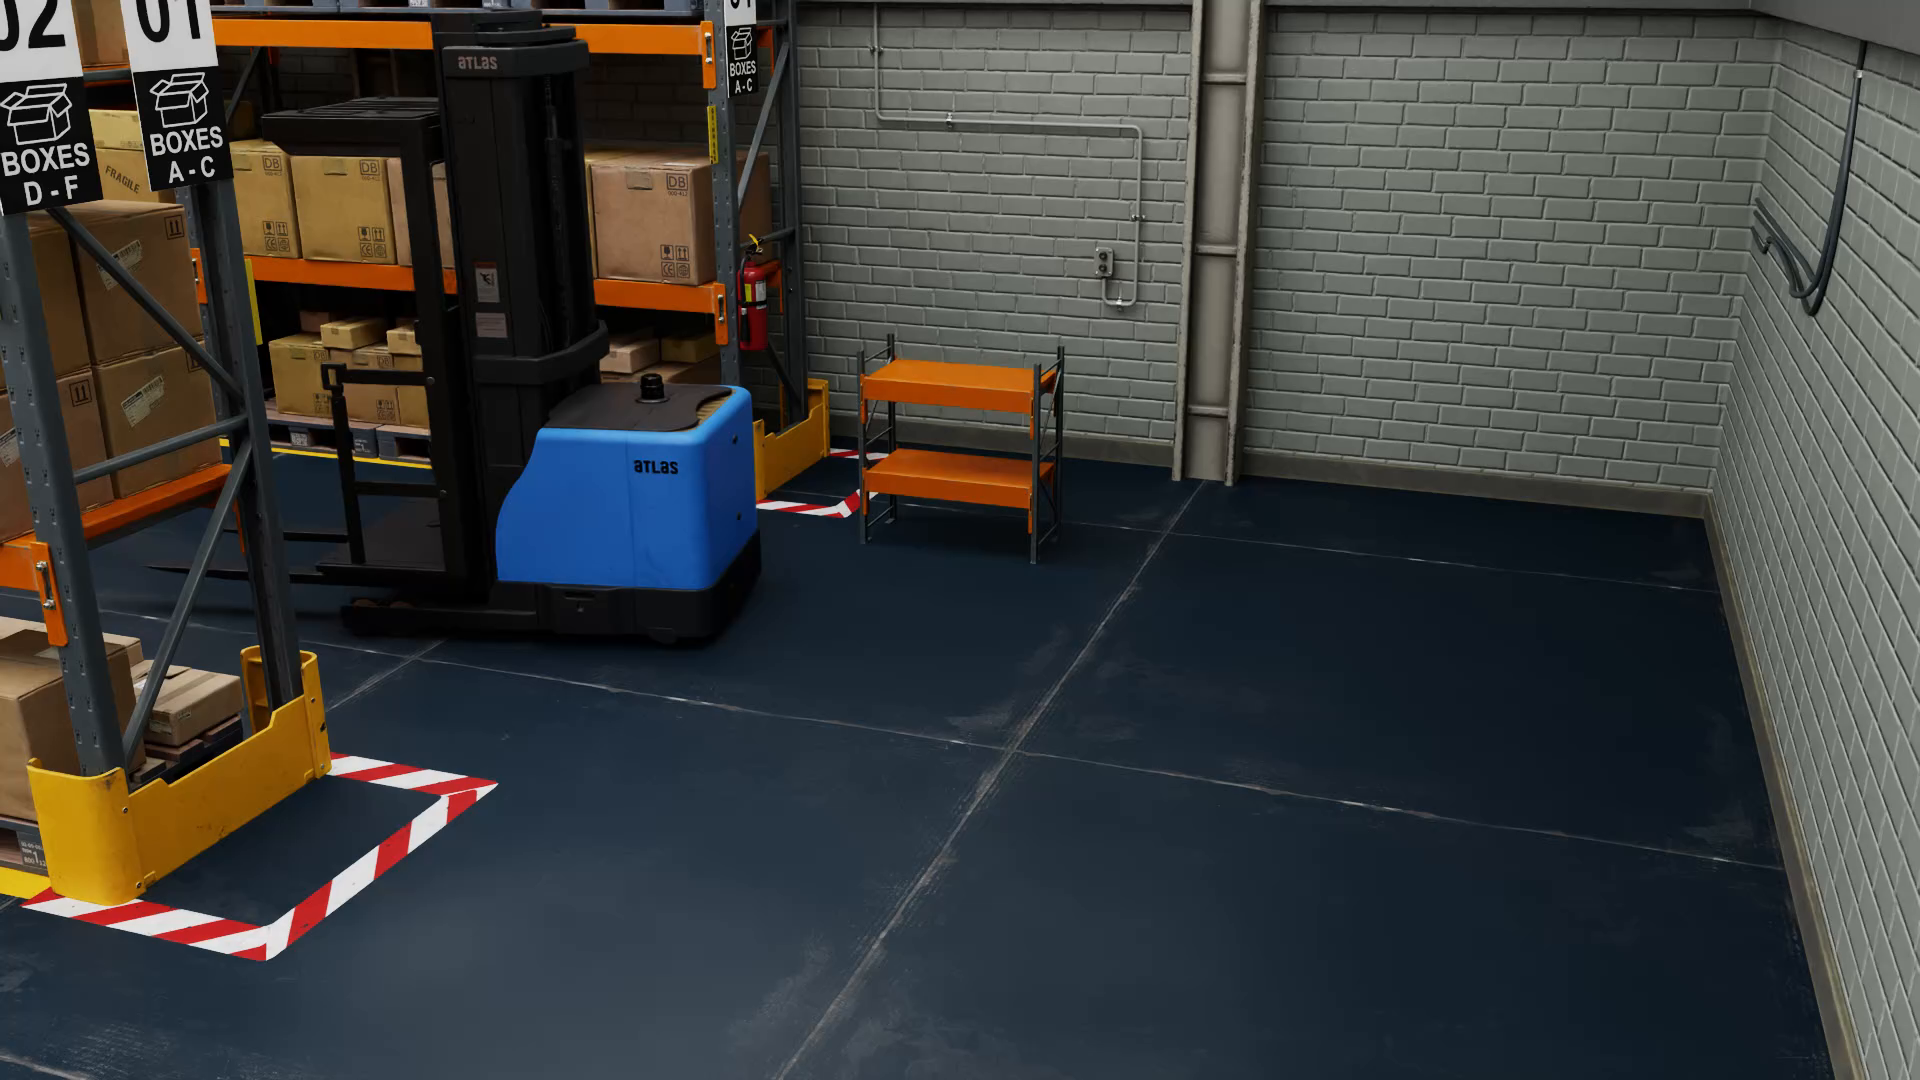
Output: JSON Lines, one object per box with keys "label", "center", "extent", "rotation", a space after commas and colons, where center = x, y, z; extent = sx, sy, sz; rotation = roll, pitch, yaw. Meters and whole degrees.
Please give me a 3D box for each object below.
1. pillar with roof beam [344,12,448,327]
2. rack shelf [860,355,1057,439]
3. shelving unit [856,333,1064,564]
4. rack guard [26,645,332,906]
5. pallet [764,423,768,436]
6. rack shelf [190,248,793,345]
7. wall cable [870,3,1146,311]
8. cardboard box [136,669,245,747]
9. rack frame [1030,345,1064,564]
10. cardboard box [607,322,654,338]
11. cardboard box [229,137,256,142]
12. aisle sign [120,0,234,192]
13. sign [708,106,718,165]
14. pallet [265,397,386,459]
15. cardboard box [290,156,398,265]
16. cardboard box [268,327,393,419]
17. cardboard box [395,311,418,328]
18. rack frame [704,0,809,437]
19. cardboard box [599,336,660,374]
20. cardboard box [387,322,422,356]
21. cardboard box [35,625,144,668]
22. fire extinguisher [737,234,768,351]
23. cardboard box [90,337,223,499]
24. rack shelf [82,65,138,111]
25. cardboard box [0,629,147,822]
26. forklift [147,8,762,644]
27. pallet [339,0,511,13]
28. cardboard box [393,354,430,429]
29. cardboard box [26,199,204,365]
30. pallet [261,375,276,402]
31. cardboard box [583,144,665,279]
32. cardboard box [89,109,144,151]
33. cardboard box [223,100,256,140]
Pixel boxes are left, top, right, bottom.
{"label": "pillar with roof beam", "center": [-5.482, -3.971, 7.295], "extent": [0.400, 9.000, 9.100], "rotation": [7, 20, 18]}
{"label": "rack shelf", "center": [0.006, -0.807, 9.293], "extent": [1.000, 0.278, 0.538], "rotation": [7, 20, 18]}
{"label": "shelving unit", "center": [0.006, -0.530, 9.389], "extent": [1.048, 1.125, 0.538], "rotation": [7, 20, 18]}
{"label": "rack guard", "center": [-2.930, 0.862, 6.344], "extent": [0.348, 0.500, 1.175], "rotation": [7, 20, 18]}
{"label": "pallet", "center": [-2.017, -0.596, 10.966], "extent": [1.213, 0.211, 1.003], "rotation": [7, 20, 18]}
{"label": "rack shelf", "center": [-3.125, -1.727, 11.067], "extent": [4.000, 0.370, 1.077], "rotation": [7, 20, 18]}
{"label": "wall cable", "center": [0.284, -2.486, 10.608], "extent": [1.851, 1.984, 0.084], "rotation": [7, 20, 18]}
{"label": "cardboard box", "center": [-3.141, 0.676, 6.742], "extent": [0.250, 0.149, 0.380], "rotation": [7, 20, 18]}
{"label": "rack frame", "center": [0.487, -0.476, 9.231], "extent": [0.032, 1.125, 0.500], "rotation": [7, 20, 18]}
{"label": "cardboard box", "center": [-2.225, -1.323, 10.988], "extent": [0.250, 0.149, 0.380], "rotation": [7, 20, 18]}
{"label": "cardboard box", "center": [-5.366, -2.608, 11.867], "extent": [0.500, 0.500, 0.500], "rotation": [6, 20, 16]}
{"label": "aisle sign", "center": [-2.697, -1.622, 5.722], "extent": [0.004, 0.787, 0.394], "rotation": [7, 20, 18]}
{"label": "sign", "center": [-1.427, -2.342, 9.619], "extent": [0.005, 0.325, 0.100], "rotation": [7, 20, 18]}
{"label": "pallet", "center": [-4.322, -0.860, 11.722], "extent": [1.213, 0.211, 1.003], "rotation": [7, 20, 18]}
{"label": "cardboard box", "center": [-3.820, -2.280, 11.105], "extent": [0.700, 0.700, 0.980], "rotation": [6, 20, 17]}
{"label": "cardboard box", "center": [-4.342, -1.188, 11.587], "extent": [0.500, 0.500, 0.700], "rotation": [7, 20, 19]}
{"label": "cardboard box", "center": [-3.666, -1.487, 11.460], "extent": [0.250, 0.149, 0.380], "rotation": [6, 20, 16]}
{"label": "rack frame", "center": [-1.236, -1.851, 10.329], "extent": [0.127, 3.000, 1.000], "rotation": [7, 20, 18]}
{"label": "cardboard box", "center": [-2.111, -1.177, 10.569], "extent": [0.250, 0.149, 0.380], "rotation": [6, 20, 17]}
{"label": "cardboard box", "center": [-3.585, -1.344, 11.050], "extent": [0.250, 0.149, 0.380], "rotation": [6, 20, 17]}
{"label": "cardboard box", "center": [-3.751, 0.580, 6.866], "extent": [0.500, 0.250, 0.500], "rotation": [7, 20, 18]}
{"label": "fire extinguisher", "center": [-1.245, -1.478, 9.944], "extent": [0.183, 0.674, 0.296], "rotation": [7, 20, 18]}
{"label": "cardboard box", "center": [-3.191, -0.487, 6.265], "extent": [0.500, 0.500, 0.500], "rotation": [7, 20, 19]}
{"label": "rack shelf", "center": [-4.747, -1.603, 6.153], "extent": [4.000, 0.370, 1.077], "rotation": [7, 20, 18]}
{"label": "cardboard box", "center": [-3.452, 0.680, 6.197], "extent": [0.500, 0.500, 0.500], "rotation": [7, 20, 18]}
{"label": "forklift", "center": [-2.620, -1.080, 8.221], "extent": [3.031, 2.935, 1.130], "rotation": [3, 19, 7]}
{"label": "pallet", "center": [-3.096, -3.433, 10.446], "extent": [1.213, 0.211, 1.003], "rotation": [7, 20, 18]}
{"label": "cardboard box", "center": [-3.384, -1.077, 11.268], "extent": [0.500, 0.500, 0.700], "rotation": [7, 20, 19]}
{"label": "cardboard box", "center": [-3.191, -0.959, 6.101], "extent": [0.500, 0.500, 0.500], "rotation": [7, 20, 20]}
{"label": "pallet", "center": [-5.768, -1.026, 12.199], "extent": [1.213, 0.211, 1.003], "rotation": [7, 20, 18]}
{"label": "cardboard box", "center": [-2.412, -2.120, 10.644], "extent": [0.700, 0.700, 0.980], "rotation": [6, 20, 18]}
{"label": "cardboard box", "center": [-5.539, -2.805, 11.293], "extent": [0.500, 0.250, 0.500], "rotation": [7, 20, 19]}
{"label": "cardboard box", "center": [-5.363, -2.965, 11.751], "extent": [0.500, 0.250, 0.500], "rotation": [7, 20, 20]}
